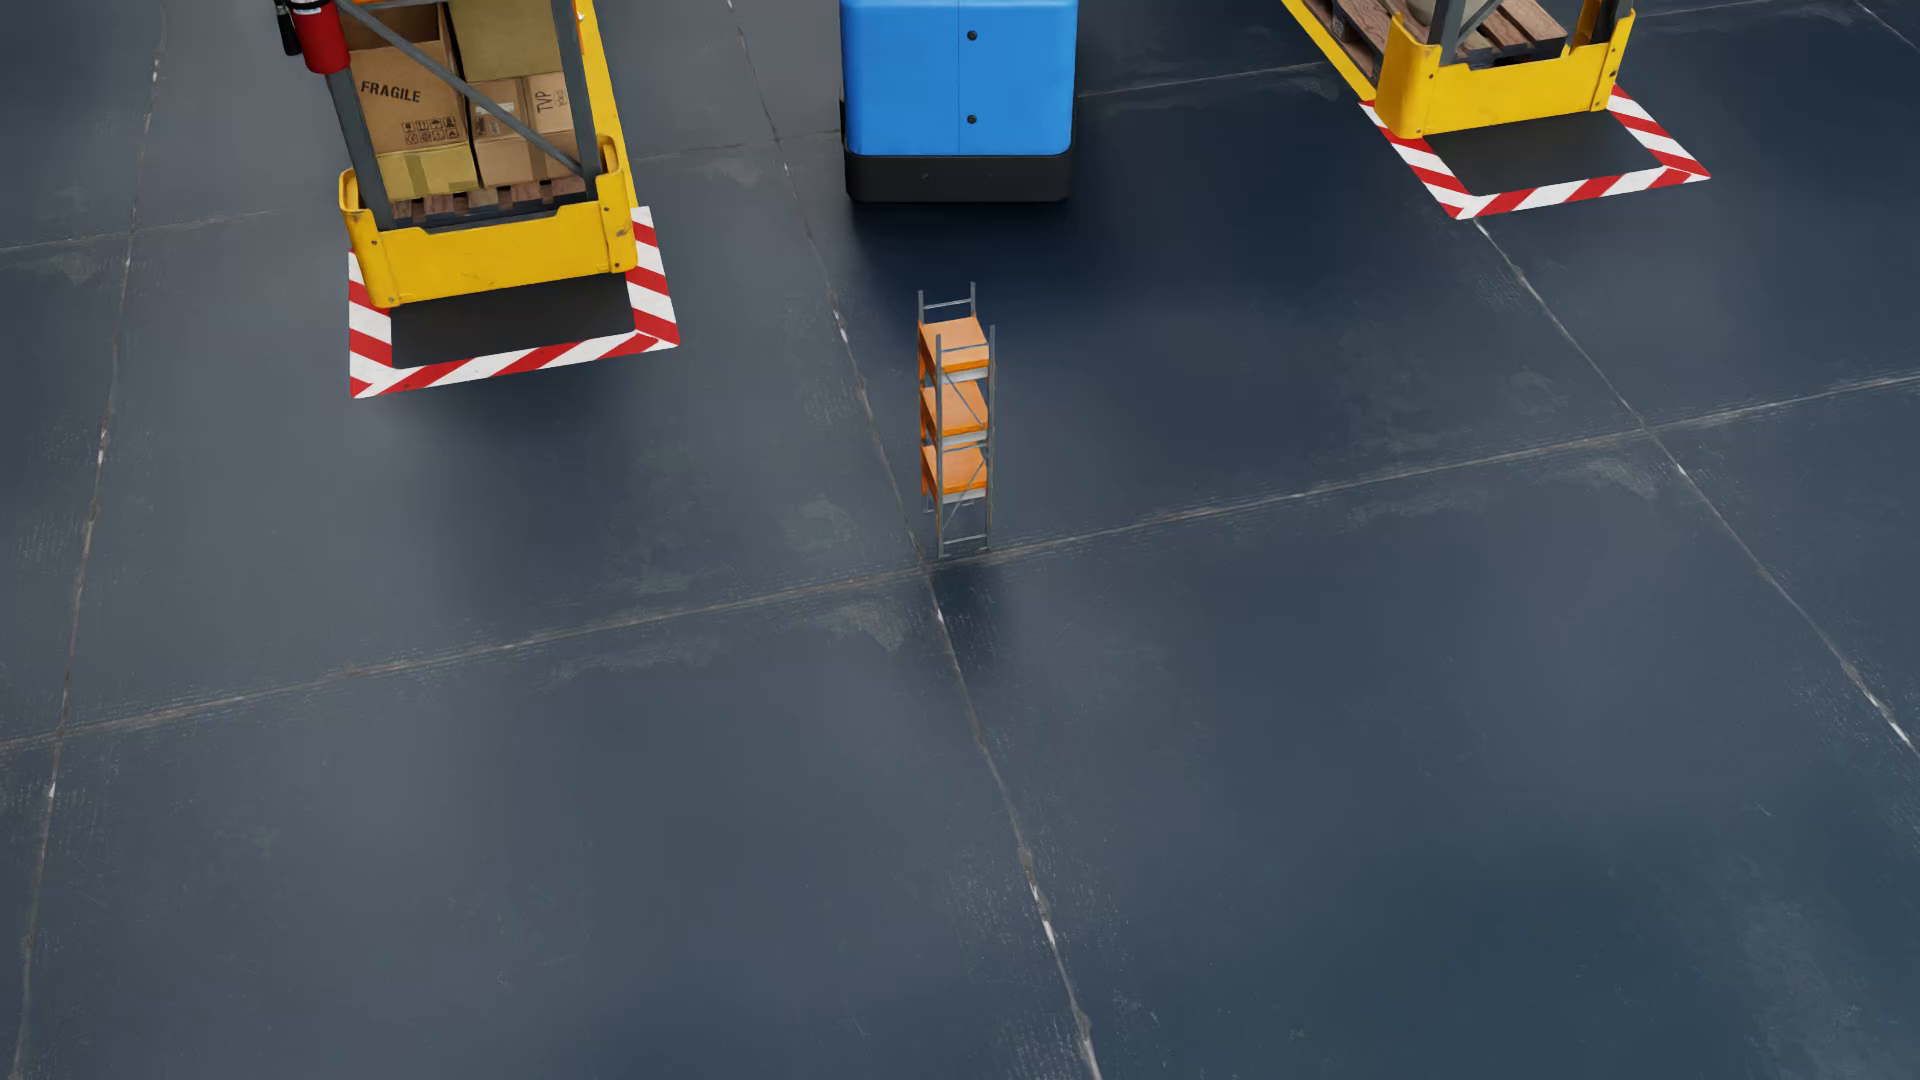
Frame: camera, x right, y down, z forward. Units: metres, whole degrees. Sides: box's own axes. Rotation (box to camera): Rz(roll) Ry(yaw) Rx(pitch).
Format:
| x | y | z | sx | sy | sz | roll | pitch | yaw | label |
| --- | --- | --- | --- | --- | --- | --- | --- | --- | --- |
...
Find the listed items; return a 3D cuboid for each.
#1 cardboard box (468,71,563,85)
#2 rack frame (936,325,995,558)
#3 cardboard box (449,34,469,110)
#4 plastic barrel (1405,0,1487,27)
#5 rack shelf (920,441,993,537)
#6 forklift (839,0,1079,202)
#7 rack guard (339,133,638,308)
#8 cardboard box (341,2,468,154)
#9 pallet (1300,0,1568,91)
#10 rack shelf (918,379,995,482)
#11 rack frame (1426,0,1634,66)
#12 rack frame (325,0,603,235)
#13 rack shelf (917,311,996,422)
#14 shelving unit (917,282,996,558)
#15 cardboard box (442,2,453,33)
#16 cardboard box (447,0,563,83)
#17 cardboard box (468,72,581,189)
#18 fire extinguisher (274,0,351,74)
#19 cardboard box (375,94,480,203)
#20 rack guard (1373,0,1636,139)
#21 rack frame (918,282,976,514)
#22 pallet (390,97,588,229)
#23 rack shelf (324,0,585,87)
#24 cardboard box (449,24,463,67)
| x | y | z | sx | sy | sz | roll | pitch | yaw | label |
| --- | --- | --- | --- | --- | --- | --- | --- | --- | --- |
| -2.101 | -2.230 | 7.967 | 0.500 | 0.250 | 0.500 | -11 | 47 | -10 | cardboard box |
| 0.018 | -0.320 | 5.829 | 0.200 | 1.050 | 0.008 | -11 | 47 | -10 | rack frame |
| -2.609 | -2.134 | 7.872 | 0.500 | 0.250 | 0.500 | -11 | 47 | -10 | cardboard box |
| 2.500 | -2.910 | 8.450 | 0.421 | 0.512 | 0.421 | 0 | 46 | 0 | plastic barrel |
| -0.014 | -0.202 | 6.117 | 0.215 | 0.259 | 0.240 | -11 | 47 | -10 | rack shelf |
| -0.009 | -3.619 | 7.744 | 1.130 | 2.935 | 3.031 | 0 | 46 | 0 | forklift |
| -2.041 | -1.399 | 7.271 | 1.175 | 0.500 | 0.348 | -11 | 47 | -10 | rack guard |
| -2.472 | -2.053 | 7.268 | 0.500 | 0.500 | 0.500 | -11 | 47 | -10 | cardboard box |
| 2.475 | -2.823 | 8.869 | 1.003 | 0.211 | 1.213 | -11 | 47 | -10 | pallet |
| -0.014 | -0.397 | 5.919 | 0.215 | 0.259 | 0.240 | -11 | 47 | -10 | rack shelf |
| 2.742 | -3.193 | 7.279 | 1.000 | 3.000 | 0.127 | -11 | 47 | -10 | rack frame |
| -2.047 | -2.290 | 6.394 | 1.000 | 3.000 | 0.127 | -11 | 47 | -10 | rack frame |
| -0.014 | -0.596 | 5.716 | 0.215 | 0.259 | 0.240 | -11 | 47 | -10 | rack shelf |
| -0.014 | -0.404 | 5.911 | 0.215 | 1.050 | 0.252 | -11 | 47 | -10 | shelving unit |
| -2.742 | -2.741 | 7.942 | 0.500 | 0.500 | 0.500 | -11 | 47 | -10 | cardboard box |
| -2.099 | -2.493 | 7.699 | 0.500 | 0.500 | 0.500 | -11 | 47 | -10 | cardboard box |
| -1.969 | -1.886 | 7.629 | 0.500 | 0.250 | 0.500 | -11 | 47 | -10 | cardboard box |
| -2.466 | -2.097 | 6.259 | 0.296 | 0.674 | 0.183 | -11 | 47 | -10 | fire extinguisher |
| -2.470 | -1.791 | 7.536 | 0.500 | 0.250 | 0.500 | -11 | 47 | -10 | cardboard box |
| 2.678 | -2.362 | 8.215 | 1.175 | 0.500 | 0.348 | -11 | 47 | -10 | rack guard |
| -0.045 | -0.489 | 5.994 | 0.200 | 1.050 | 0.008 | -11 | 47 | -10 | rack frame |
| -2.283 | -1.835 | 7.900 | 1.003 | 0.211 | 1.213 | -11 | 47 | -10 | pallet |
| -2.559 | -3.419 | 8.004 | 1.077 | 0.370 | 4.000 | -11 | 47 | -10 | rack shelf |
| -2.739 | -2.479 | 8.210 | 0.500 | 0.250 | 0.500 | -11 | 47 | -10 | cardboard box |
